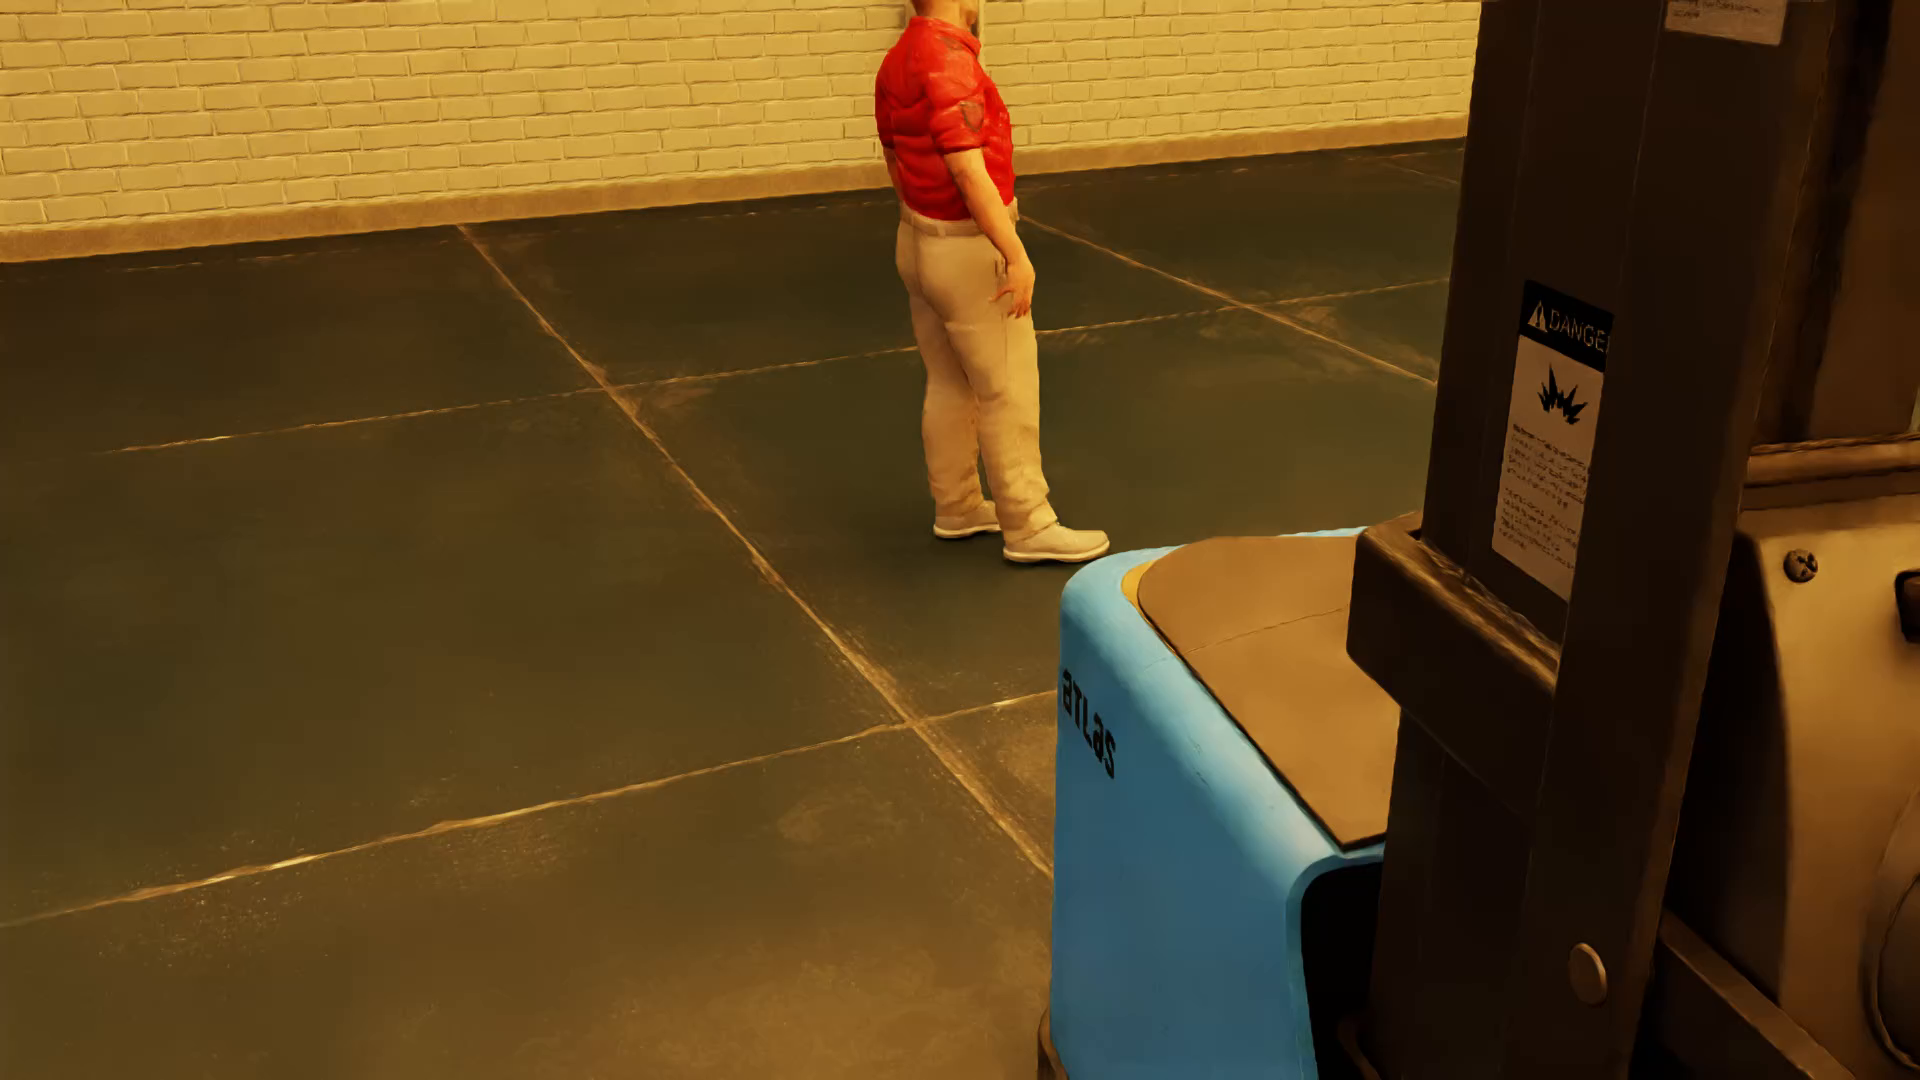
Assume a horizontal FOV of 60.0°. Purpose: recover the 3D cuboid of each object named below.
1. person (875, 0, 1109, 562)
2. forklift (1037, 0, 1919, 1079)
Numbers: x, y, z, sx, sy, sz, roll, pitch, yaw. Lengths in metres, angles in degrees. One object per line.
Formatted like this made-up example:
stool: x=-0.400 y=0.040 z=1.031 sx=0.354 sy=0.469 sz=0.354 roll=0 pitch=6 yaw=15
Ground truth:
person: x=0.086 y=-0.816 z=4.798 sx=0.550 sy=1.726 sz=0.640 roll=-10 pitch=25 yaw=-23
forklift: x=0.978 y=0.159 z=0.903 sx=1.130 sy=2.935 sz=3.031 roll=-6 pitch=23 yaw=-13
